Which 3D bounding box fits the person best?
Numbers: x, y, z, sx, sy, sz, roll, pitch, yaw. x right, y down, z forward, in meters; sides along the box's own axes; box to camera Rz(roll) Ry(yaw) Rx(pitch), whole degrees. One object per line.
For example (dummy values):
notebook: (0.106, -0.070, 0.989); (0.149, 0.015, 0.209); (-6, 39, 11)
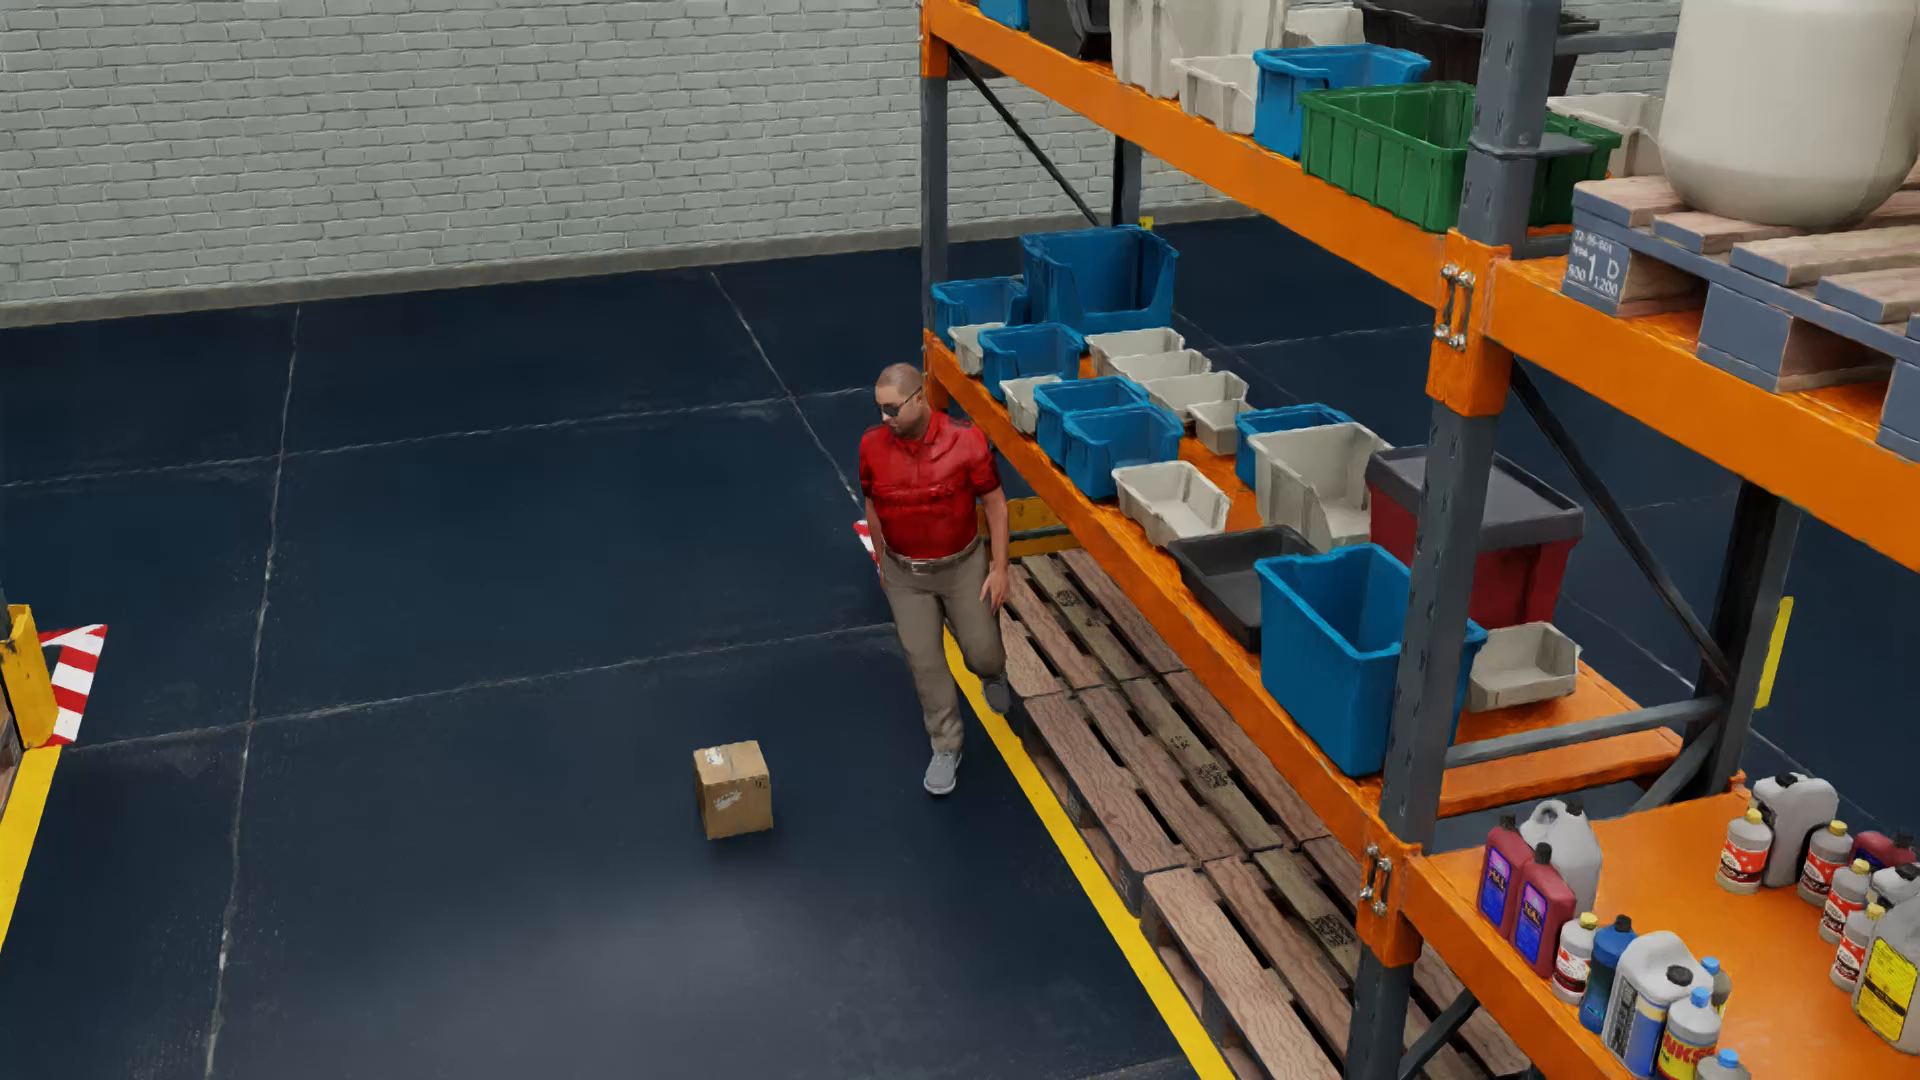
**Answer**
person: (-0.084, 0.086, 6.460); (0.592, 1.702, 0.721); (4, 26, 8)
